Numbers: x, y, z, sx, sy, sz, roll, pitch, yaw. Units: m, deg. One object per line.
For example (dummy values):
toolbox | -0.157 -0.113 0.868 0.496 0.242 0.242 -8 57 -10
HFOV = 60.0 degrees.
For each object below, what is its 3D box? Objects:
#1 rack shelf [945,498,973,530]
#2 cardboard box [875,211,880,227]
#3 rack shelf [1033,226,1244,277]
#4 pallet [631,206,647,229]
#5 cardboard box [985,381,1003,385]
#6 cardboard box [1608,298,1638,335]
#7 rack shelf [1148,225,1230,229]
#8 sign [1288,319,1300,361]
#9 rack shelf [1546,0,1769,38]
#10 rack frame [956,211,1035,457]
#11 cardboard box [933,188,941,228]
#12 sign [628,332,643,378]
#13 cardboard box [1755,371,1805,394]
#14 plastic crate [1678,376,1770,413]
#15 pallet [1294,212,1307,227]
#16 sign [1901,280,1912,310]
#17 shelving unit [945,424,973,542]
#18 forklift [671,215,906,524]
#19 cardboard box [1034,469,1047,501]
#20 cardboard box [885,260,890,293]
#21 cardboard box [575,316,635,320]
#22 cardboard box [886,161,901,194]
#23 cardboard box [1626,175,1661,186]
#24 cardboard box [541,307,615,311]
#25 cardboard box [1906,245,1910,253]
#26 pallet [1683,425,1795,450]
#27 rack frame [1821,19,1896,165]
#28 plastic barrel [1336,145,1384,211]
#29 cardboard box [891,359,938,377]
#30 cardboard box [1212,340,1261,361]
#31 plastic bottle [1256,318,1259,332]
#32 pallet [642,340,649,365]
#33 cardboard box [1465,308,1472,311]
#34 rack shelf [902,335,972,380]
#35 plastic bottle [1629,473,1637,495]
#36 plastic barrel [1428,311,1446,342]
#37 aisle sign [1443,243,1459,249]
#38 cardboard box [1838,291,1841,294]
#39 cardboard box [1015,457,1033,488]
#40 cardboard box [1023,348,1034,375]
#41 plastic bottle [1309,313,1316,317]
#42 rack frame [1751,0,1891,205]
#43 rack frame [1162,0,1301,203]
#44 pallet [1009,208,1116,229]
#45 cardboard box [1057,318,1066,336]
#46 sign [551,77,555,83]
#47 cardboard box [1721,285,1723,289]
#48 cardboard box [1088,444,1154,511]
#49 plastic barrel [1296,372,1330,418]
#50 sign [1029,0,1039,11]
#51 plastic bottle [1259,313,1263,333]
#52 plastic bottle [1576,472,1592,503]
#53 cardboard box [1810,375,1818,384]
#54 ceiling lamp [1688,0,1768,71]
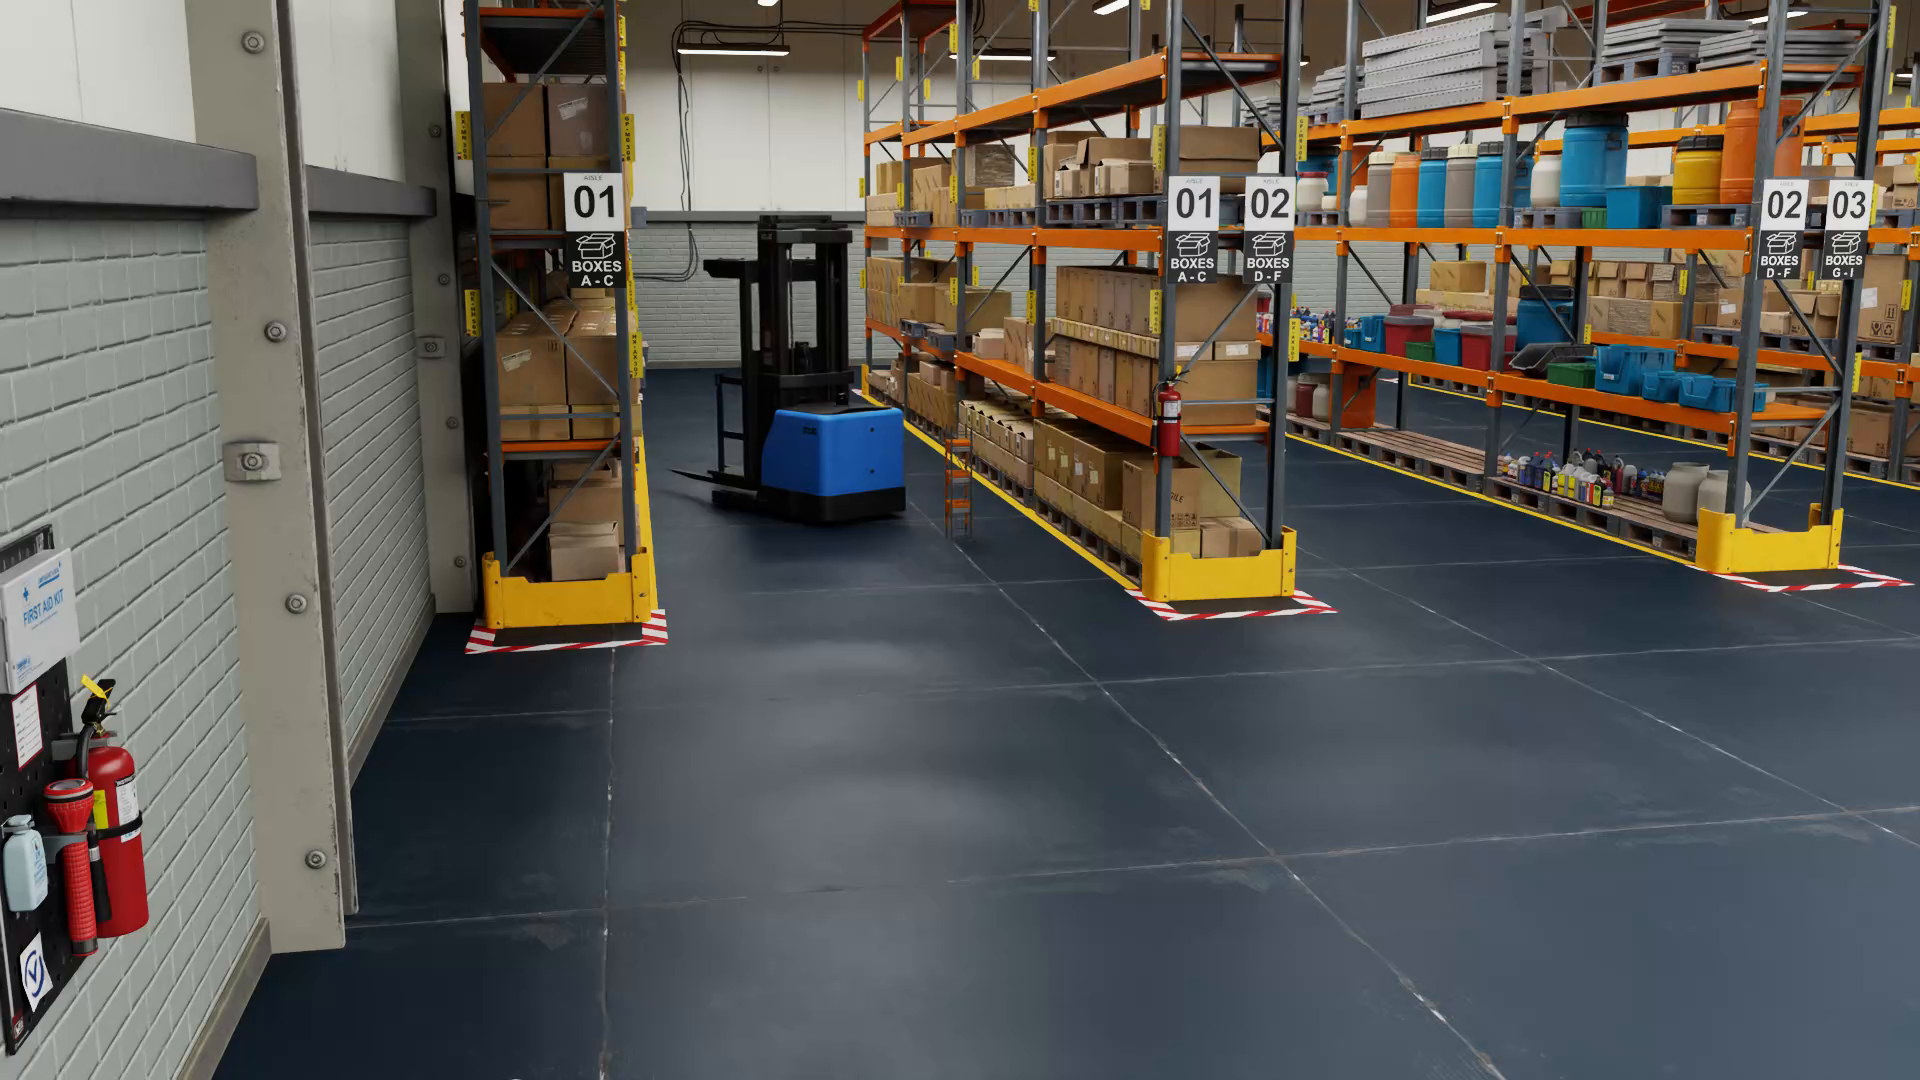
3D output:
rack shelf | -0.010 -0.242 15.257 0.215 0.259 0.240 -2 11 -11
cardboard box | -1.063 -5.101 26.409 0.500 0.250 0.500 -2 11 -11
rack shelf | 1.626 -2.541 14.481 1.077 0.370 4.000 -2 11 -11
pallet | -3.637 -3.106 16.024 1.213 0.211 1.003 -2 11 -11
cardboard box | 0.344 -1.887 22.652 0.500 0.500 0.500 -3 11 -13
cardboard box | 9.642 -3.199 23.766 0.500 0.500 0.500 -2 11 -13
rack shelf | 4.152 -4.922 26.987 1.077 0.370 4.000 -2 11 -11
sign | 2.560 -1.538 12.779 0.100 0.325 0.005 -2 11 -11
rack shelf | 9.788 -7.474 23.488 1.077 0.370 4.000 -2 11 -11
rack frame | 0.459 -2.522 20.476 1.000 3.000 0.127 -2 11 -11
cardboard box | 0.141 -4.312 21.593 0.910 0.500 0.500 -2 11 -11
sign | -2.311 -1.319 11.840 0.100 0.325 0.005 -2 11 -11
cardboard box | 10.450 -2.019 21.339 0.500 0.250 0.500 -1 11 -5
plastic crate | 6.484 -1.242 14.149 0.499 0.251 0.616 -2 11 -11
pallet | 5.012 -4.467 23.182 1.003 0.211 1.213 -2 11 -11
sign | 10.411 -2.696 18.293 0.100 0.325 0.005 -2 11 -11
shelving unit | -0.010 -0.526 15.203 0.215 1.050 0.252 -2 11 -11
forklift | -1.892 -1.814 16.939 1.130 2.935 3.031 -9 14 -41
cardboard box | 1.030 -0.548 16.335 0.500 0.250 0.500 -2 11 -11
cardboard box | -0.871 -4.065 25.644 0.500 0.500 0.500 -2 11 -11
cardboard box | -3.036 -1.652 14.250 0.500 0.500 0.500 -2 11 -13
cardboard box | -0.759 -5.631 25.851 0.700 0.500 0.500 -2 11 -11
cardboard box | 9.733 -4.875 23.425 0.500 0.500 0.500 -2 11 -8
cardboard box | -3.789 -2.070 16.658 0.700 0.500 0.500 -1 11 -5
cardboard box | 18.139 -5.493 31.409 0.380 0.149 0.250 -2 11 -10
pallet | 10.327 -1.368 21.873 1.003 0.211 1.213 -2 11 -11
rack frame | 14.284 -6.724 26.509 1.000 3.000 0.127 -2 11 -11
plastic barrel | 5.211 -4.696 21.607 0.600 0.830 0.708 -2 11 -11
cardboard box | -0.689 -2.589 26.332 0.797 0.503 0.637 -2 11 -11
cardboard box | 2.150 -1.502 13.117 0.380 0.149 0.250 -2 11 -11
plastic bottle | 4.343 -3.131 24.210 0.097 0.201 0.097 0 11 0
pallet | -4.156 -2.120 18.878 1.213 0.211 1.003 -2 11 -11
cardboard box | 8.719 -3.818 27.958 0.380 0.149 0.250 -2 11 -10
rack shelf | 0.070 -2.535 22.471 1.077 0.370 4.000 -2 11 -11
plastic bottle | 6.682 -0.556 16.458 0.097 0.201 0.097 0 11 0
plastic barrel | 5.810 -2.498 20.052 0.421 0.512 0.421 0 11 0
aisle sign | 8.901 -5.650 29.958 0.394 0.787 0.004 -2 11 -11
cardboard box | 14.012 -3.822 26.061 0.380 0.149 0.250 -2 11 -10
cardboard box | 0.872 -0.709 17.184 0.500 0.250 0.500 -2 11 -12
cardboard box | 0.886 -1.877 17.447 0.396 0.266 0.258 -2 11 -12
plastic bottle | 5.103 -3.154 24.129 0.152 0.276 0.135 -2 11 -11
rack frame | 6.874 -4.181 13.149 1.000 3.000 0.127 -2 11 -11
rack frame | 2.015 -4.001 12.206 1.000 3.000 0.127 -2 11 -11
pallet | 1.053 -3.329 17.207 0.805 0.209 1.217 -3 11 -13
cardboard box | 1.148 -2.053 16.014 0.380 0.149 0.250 -2 11 -10
sign | -6.501 -7.273 26.472 0.100 0.325 0.005 -2 11 -11
cardboard box | 13.534 -4.426 29.417 0.500 0.500 0.500 -2 11 -10
cardboard box | 1.410 -0.549 14.336 0.500 0.500 0.500 -2 11 -11
plastic barrel | 4.987 -2.019 23.162 0.600 0.588 0.708 -2 11 -11
sign | 0.707 -5.211 15.851 0.100 0.325 0.005 -2 11 -11
plastic bottle | 4.366 -3.132 23.994 0.061 0.283 0.133 -2 11 -11
plastic bottle | 6.038 -0.506 15.992 0.152 0.276 0.135 -2 11 -13
cardboard box | 14.476 -2.710 27.966 0.380 0.149 0.250 -2 11 -9
ceiling lamp | 15.441 -10.928 32.984 2.000 3.185 0.800 -2 11 -11
